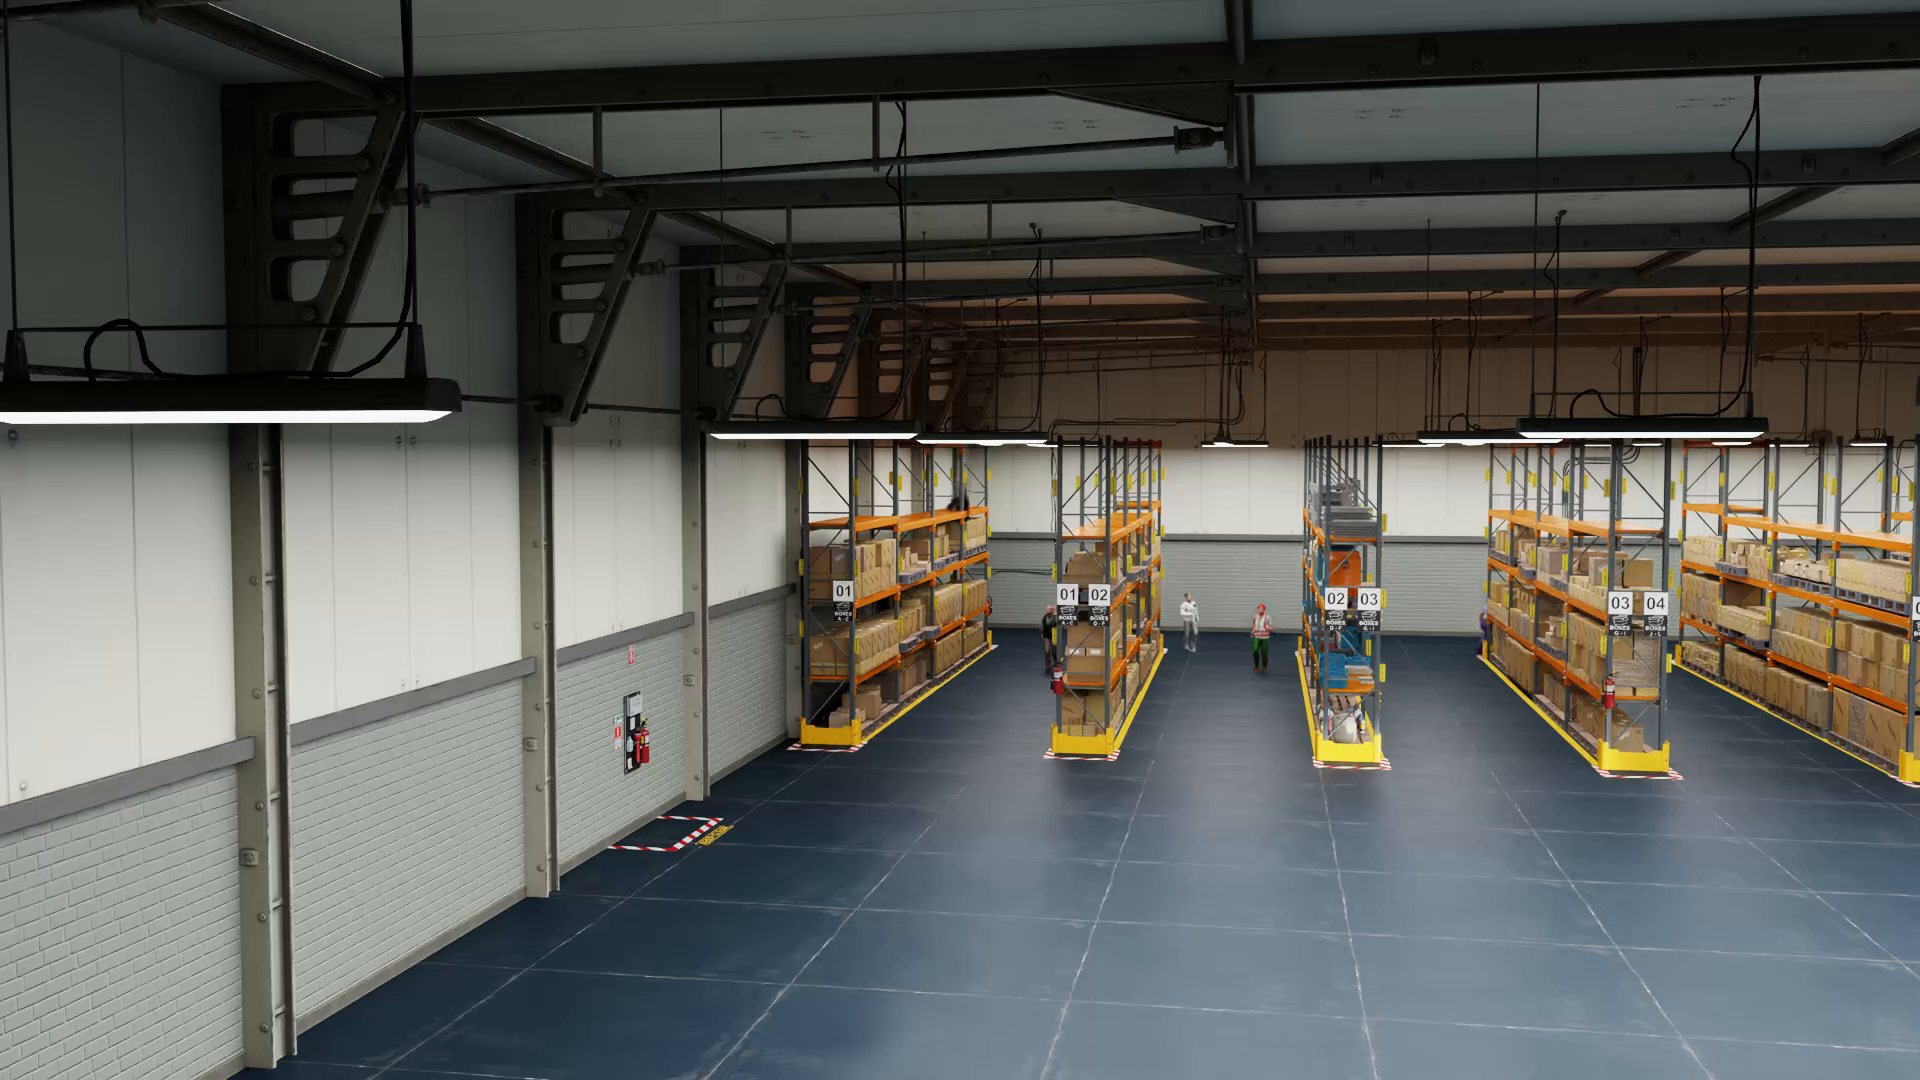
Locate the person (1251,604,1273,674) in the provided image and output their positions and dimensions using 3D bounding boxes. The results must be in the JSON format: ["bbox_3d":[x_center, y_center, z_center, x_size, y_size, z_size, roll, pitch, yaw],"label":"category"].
[{"bbox_3d":[7.719,2.529,42.515,0.615,1.795,0.709,2,3,26],"label":"person"}]

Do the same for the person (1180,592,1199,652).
[{"bbox_3d":[6.524,2.343,47.275,0.599,1.741,0.704,-1,3,-15],"label":"person"}]

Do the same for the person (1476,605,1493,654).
[{"bbox_3d":[14.788,2.398,46.570,0.654,1.599,0.651,-1,3,-11],"label":"person"}]

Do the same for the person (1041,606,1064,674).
[{"bbox_3d":[2.383,2.547,42.884,0.647,1.731,0.855,1,3,20],"label":"person"}]
